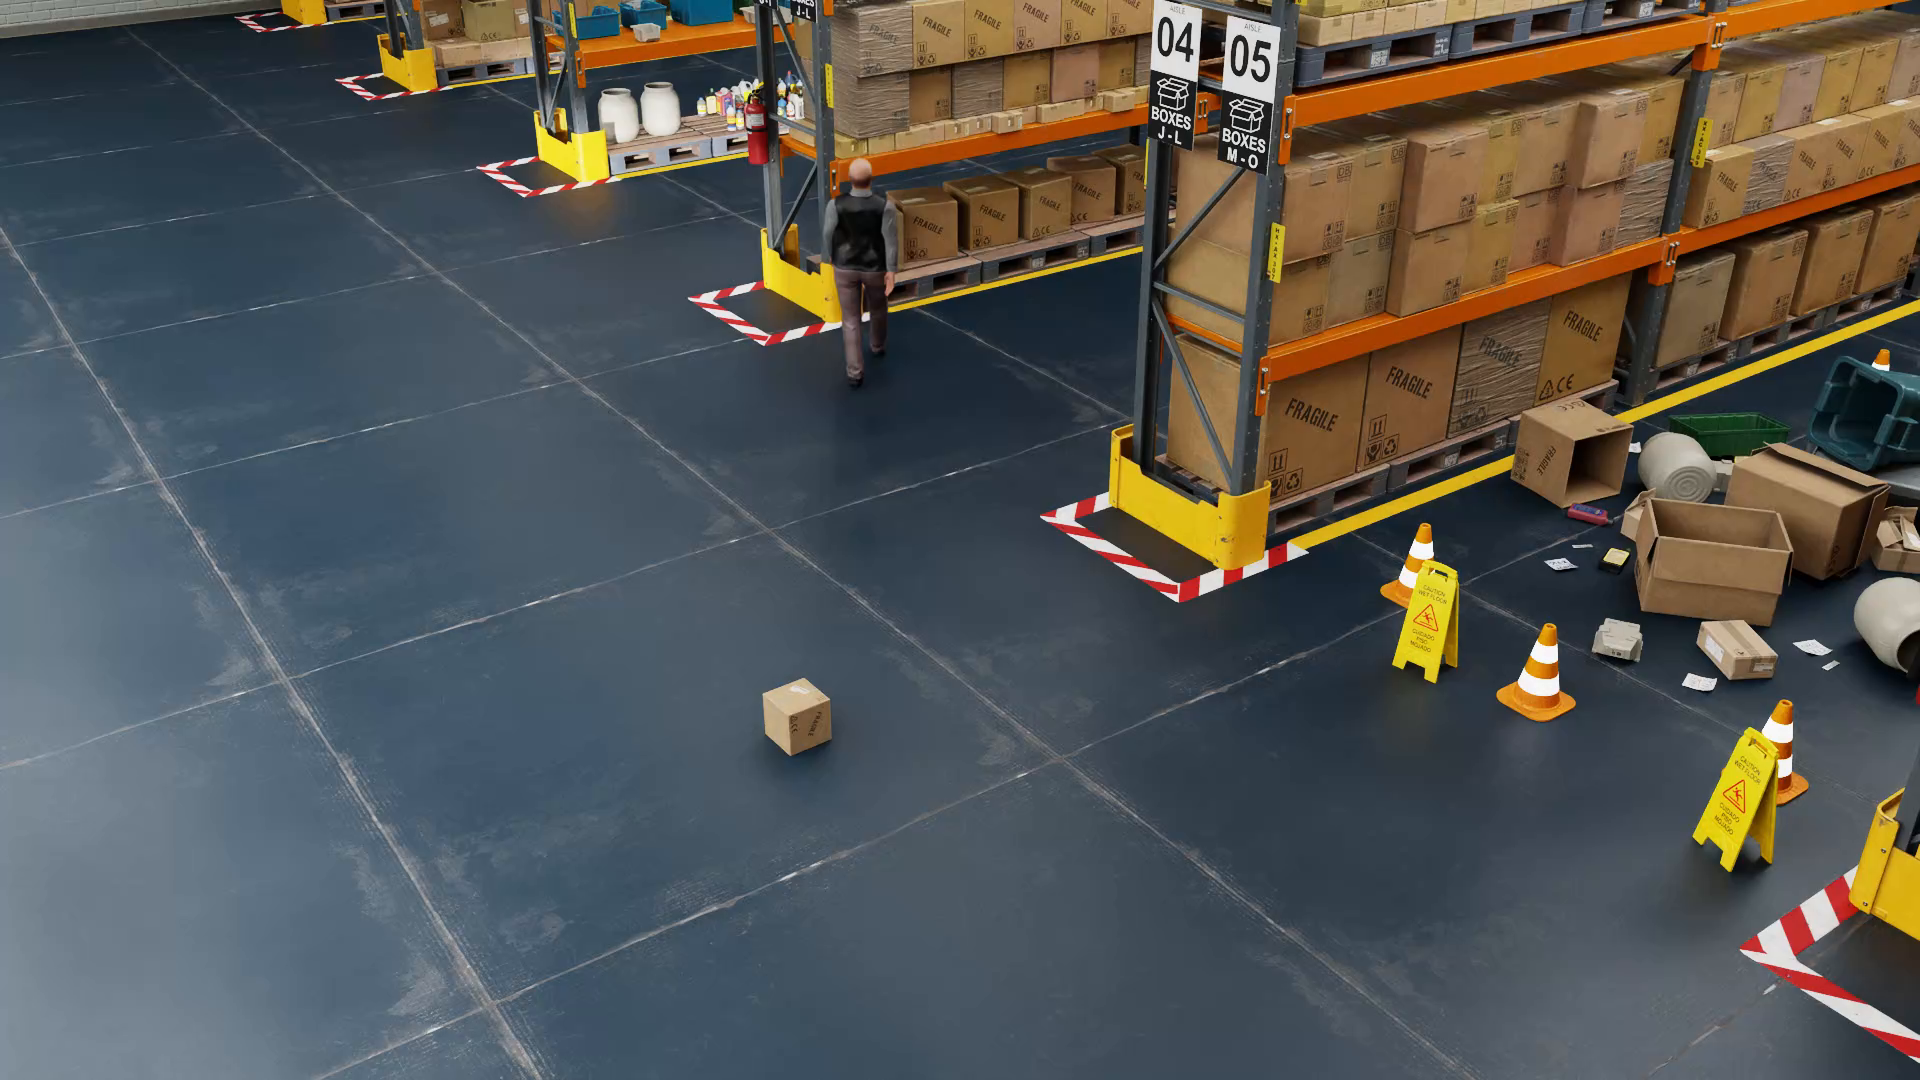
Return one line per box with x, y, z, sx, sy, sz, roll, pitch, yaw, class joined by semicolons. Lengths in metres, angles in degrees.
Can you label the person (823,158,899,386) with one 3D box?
-0.749;-2.083;12.501;0.552;1.678;0.928;-3;29;-6;person
